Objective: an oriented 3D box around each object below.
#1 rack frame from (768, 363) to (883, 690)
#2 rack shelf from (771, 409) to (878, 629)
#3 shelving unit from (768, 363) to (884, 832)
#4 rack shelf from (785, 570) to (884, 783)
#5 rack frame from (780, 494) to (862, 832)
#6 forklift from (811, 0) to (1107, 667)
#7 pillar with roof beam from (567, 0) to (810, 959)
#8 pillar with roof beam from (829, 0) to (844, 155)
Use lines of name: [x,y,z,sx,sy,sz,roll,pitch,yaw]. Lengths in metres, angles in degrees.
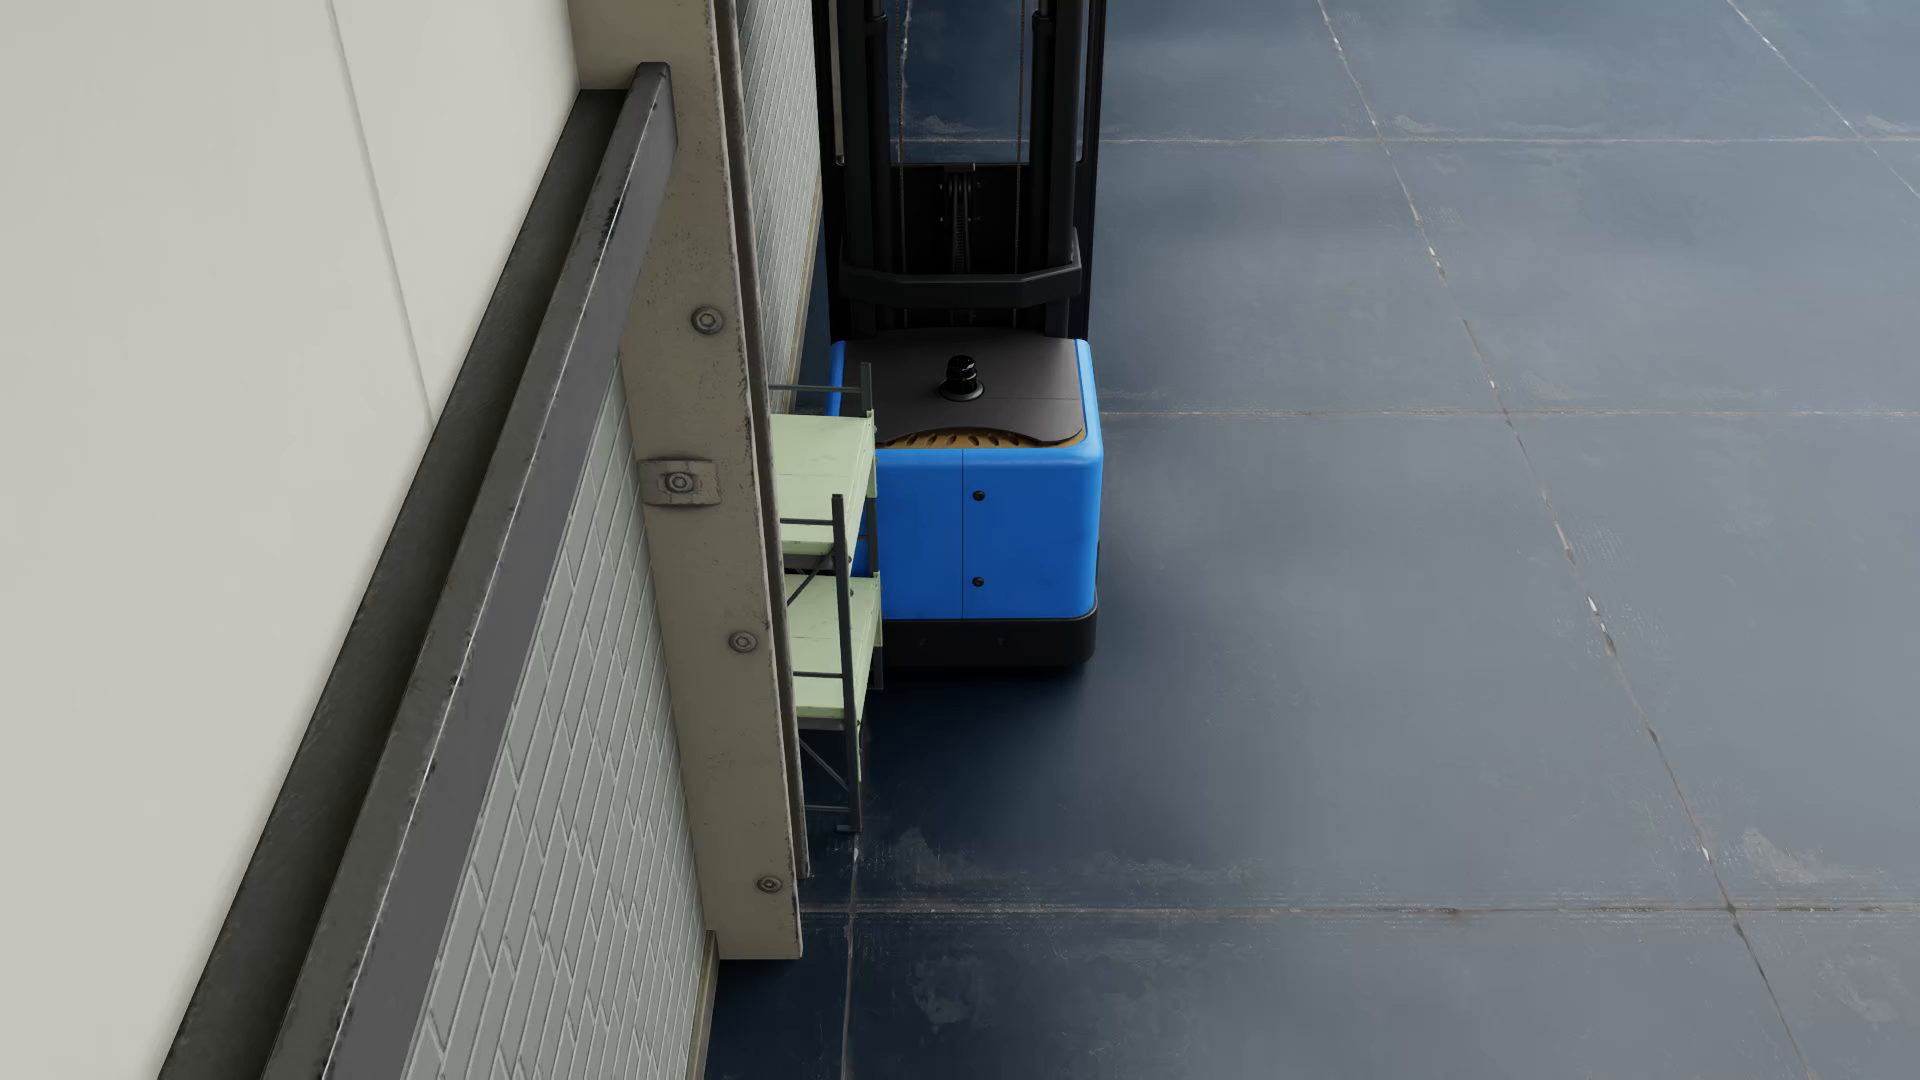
rack frame: [-0.501,-0.012,6.066,0.400,1.500,0.023,3,39,3]
rack shelf: [-0.527,-0.088,5.537,0.431,0.370,0.720,3,39,3]
shelving unit: [-0.527,0.216,5.781,0.431,1.500,0.755,3,39,3]
rack shelf: [-0.527,0.471,5.985,0.431,0.370,0.720,3,39,3]
rack frame: [-0.553,0.445,5.496,0.400,1.500,0.023,3,39,3]
forklift: [-0.007,-1.538,6.825,1.130,2.935,3.031,0,39,-1]
pillar with roof beam: [3.624,-2.249,2.861,9.100,9.000,0.400,0,39,0]
pillar with roof beam: [3.617,-6.002,7.543,9.100,9.000,0.400,0,39,0]
